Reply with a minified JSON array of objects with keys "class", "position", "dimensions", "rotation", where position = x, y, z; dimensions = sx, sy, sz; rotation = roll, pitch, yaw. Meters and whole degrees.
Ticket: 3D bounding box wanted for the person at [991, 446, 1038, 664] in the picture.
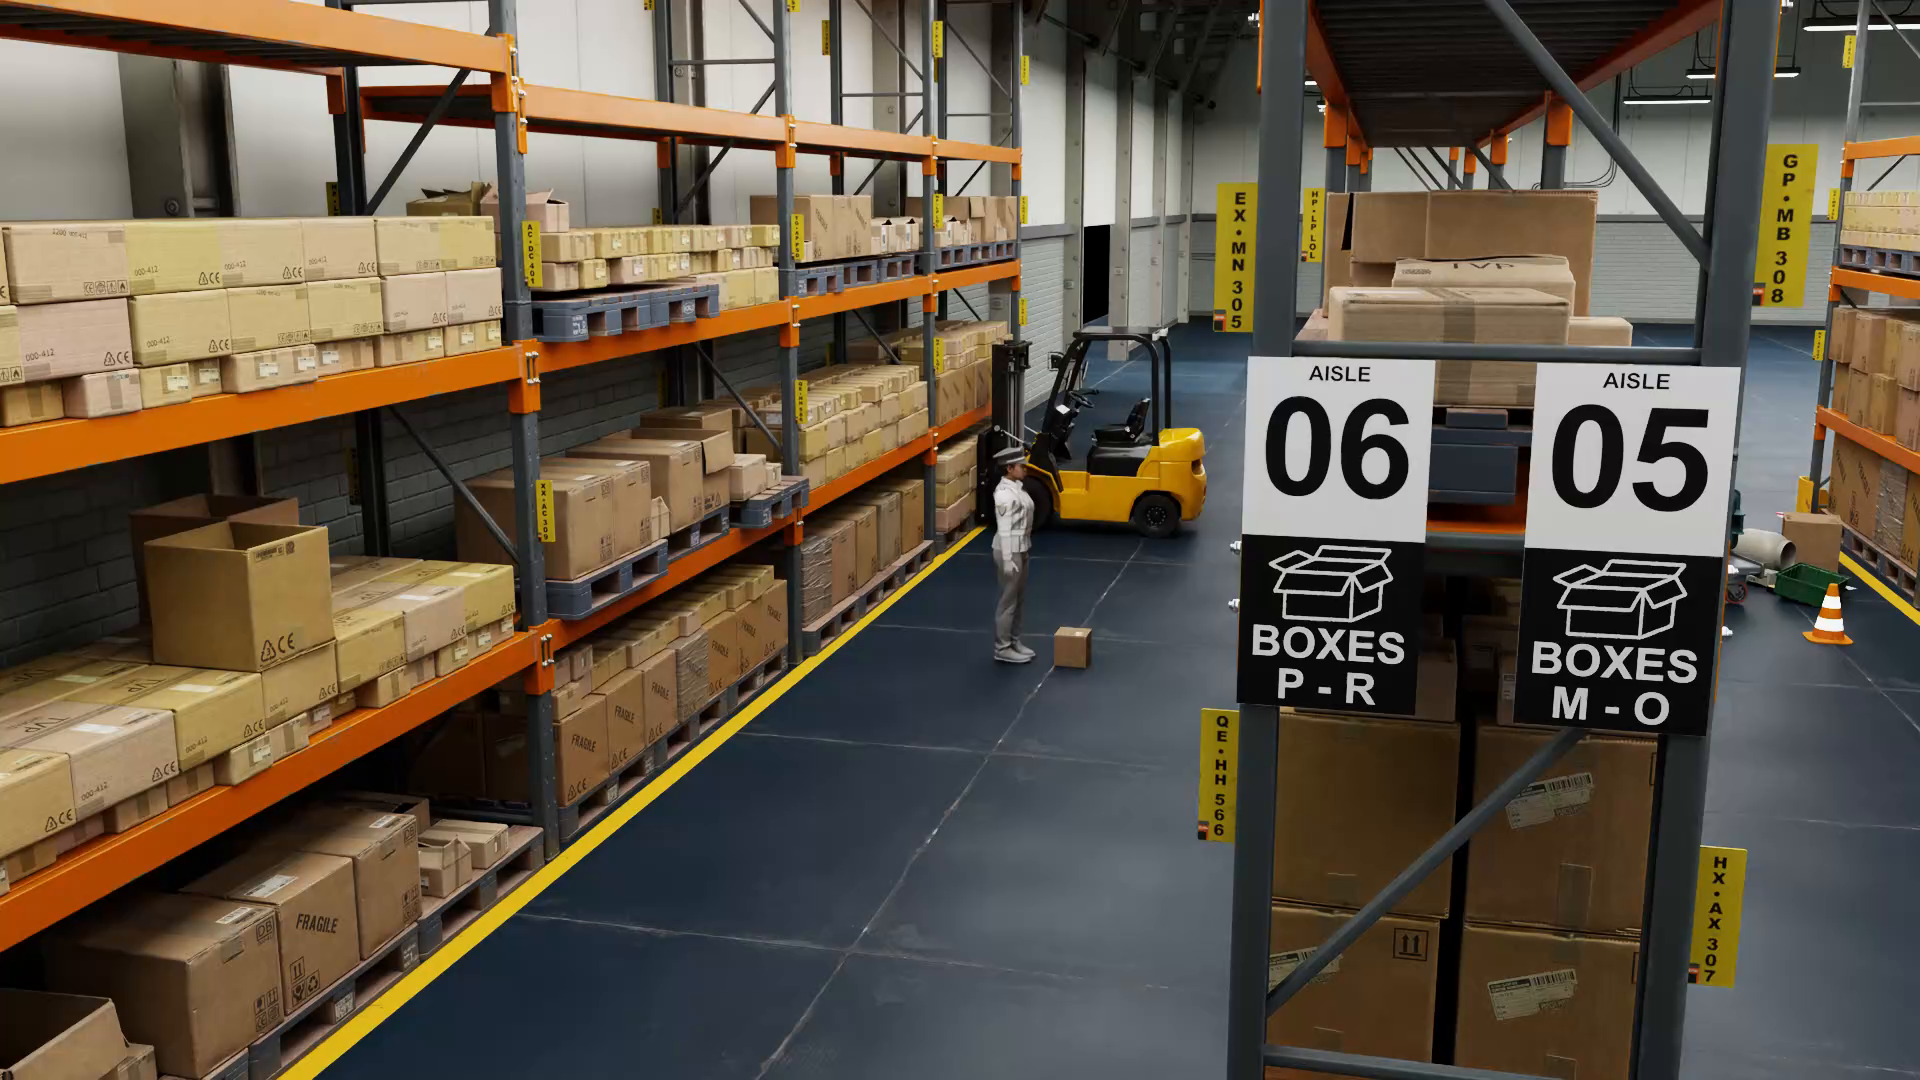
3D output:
[{"class":"person","position":[0.411,0.110,12.866],"dimensions":[0.329,1.688,0.483],"rotation":[3,12,14]}]
